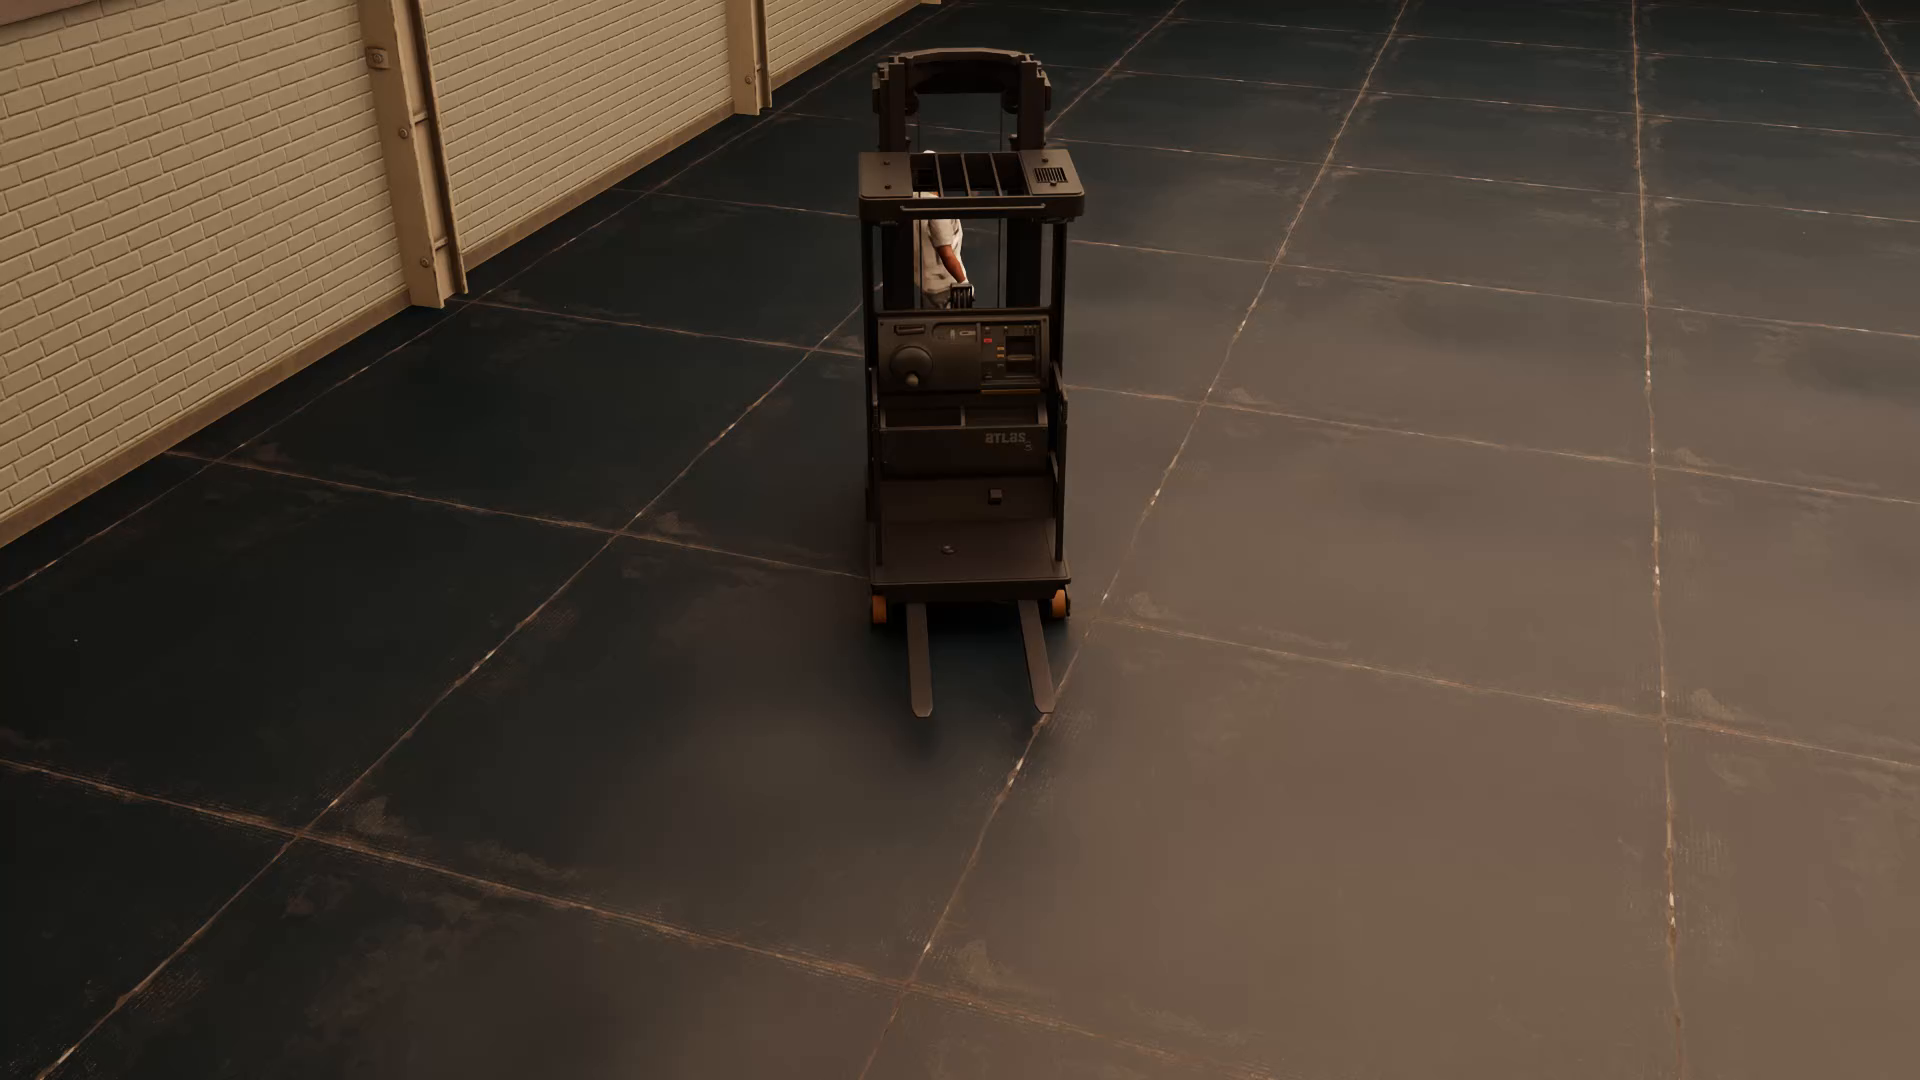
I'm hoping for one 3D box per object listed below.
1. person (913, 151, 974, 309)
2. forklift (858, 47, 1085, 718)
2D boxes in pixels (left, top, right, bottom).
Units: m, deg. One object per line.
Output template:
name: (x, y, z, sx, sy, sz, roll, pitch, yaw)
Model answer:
person: (-0.068, -1.806, 11.449, 0.577, 1.782, 0.656, -15, 33, -25)
forklift: (0.035, -0.972, 8.842, 1.130, 2.935, 3.031, -2, 30, -3)
